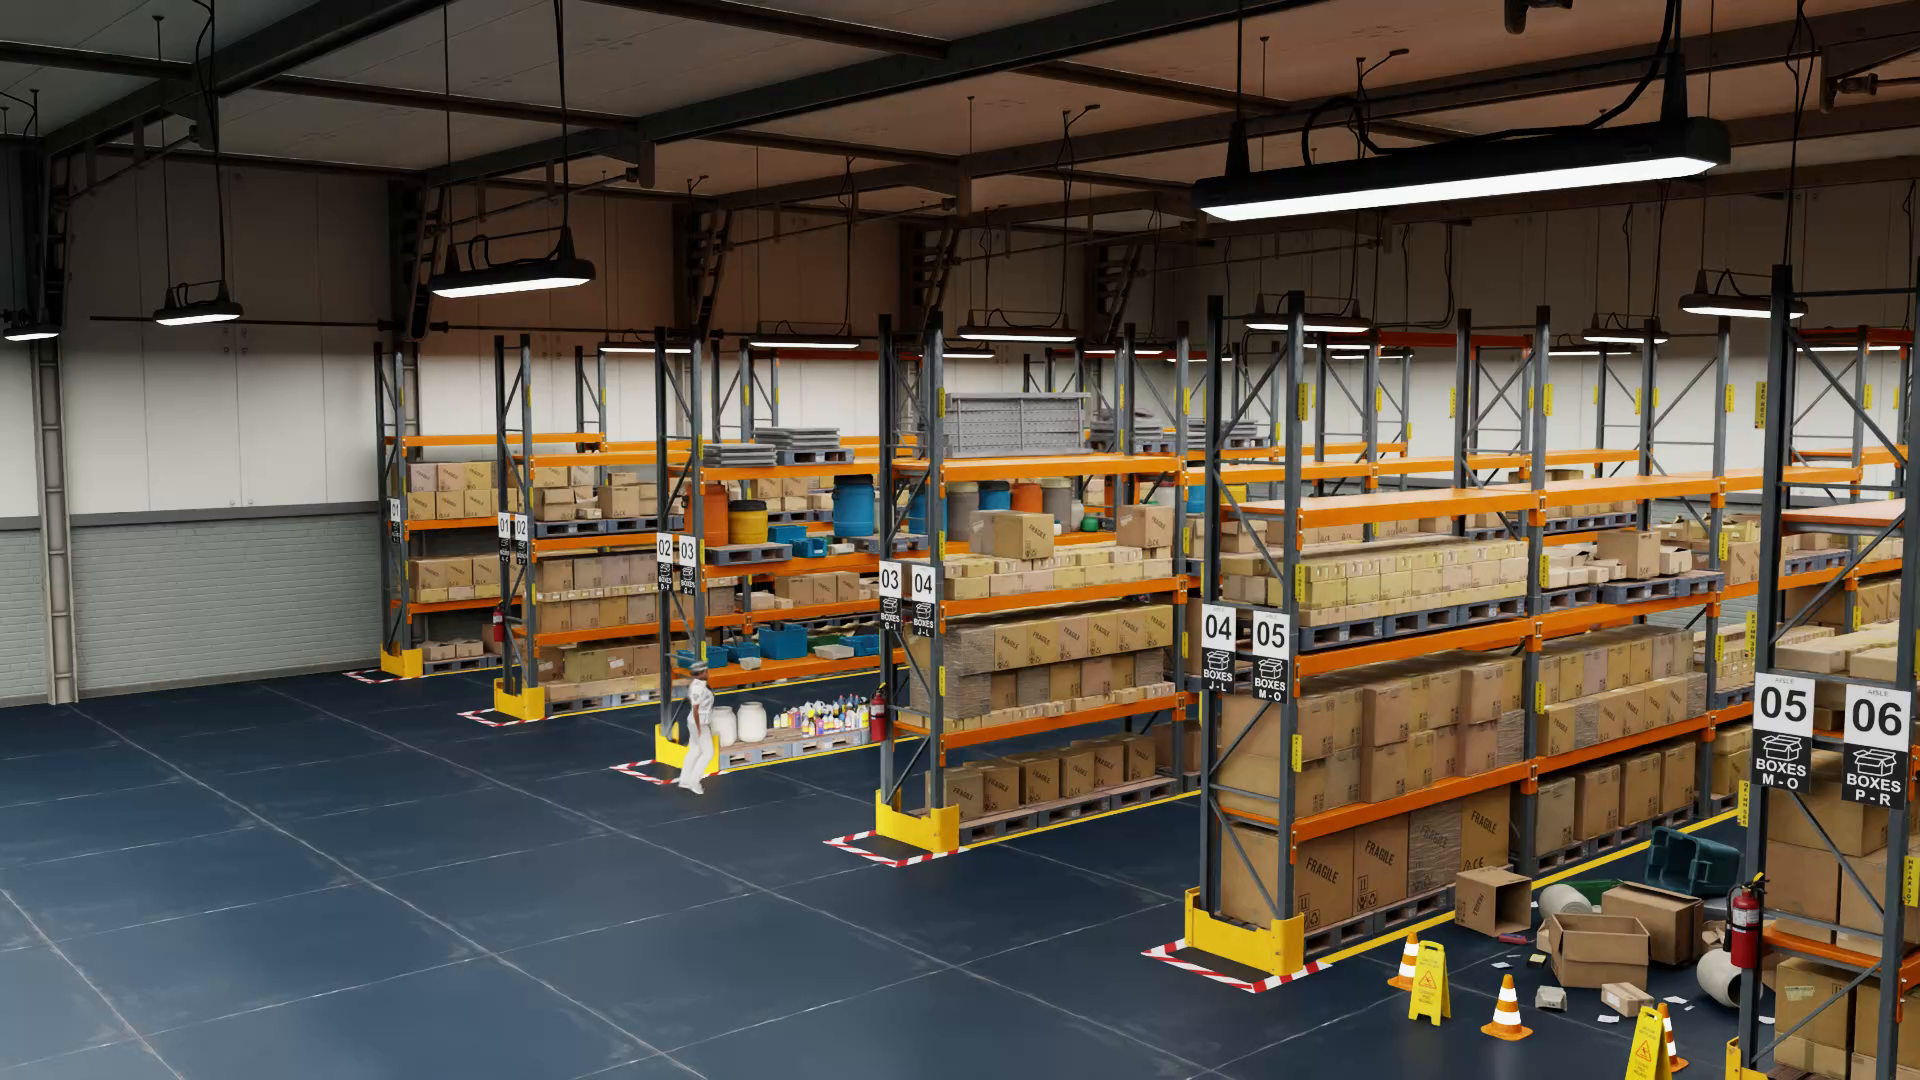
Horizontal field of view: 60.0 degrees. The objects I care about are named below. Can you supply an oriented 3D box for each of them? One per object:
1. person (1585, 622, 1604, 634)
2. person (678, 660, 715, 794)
[{"bbox_3d":[9.696,1.972,25.500,1.077,1.704,0.653,-4,7,-37],"label":"person"},{"bbox_3d":[-3.385,2.390,21.388,0.497,1.672,0.564,0,5,0],"label":"person"}]
